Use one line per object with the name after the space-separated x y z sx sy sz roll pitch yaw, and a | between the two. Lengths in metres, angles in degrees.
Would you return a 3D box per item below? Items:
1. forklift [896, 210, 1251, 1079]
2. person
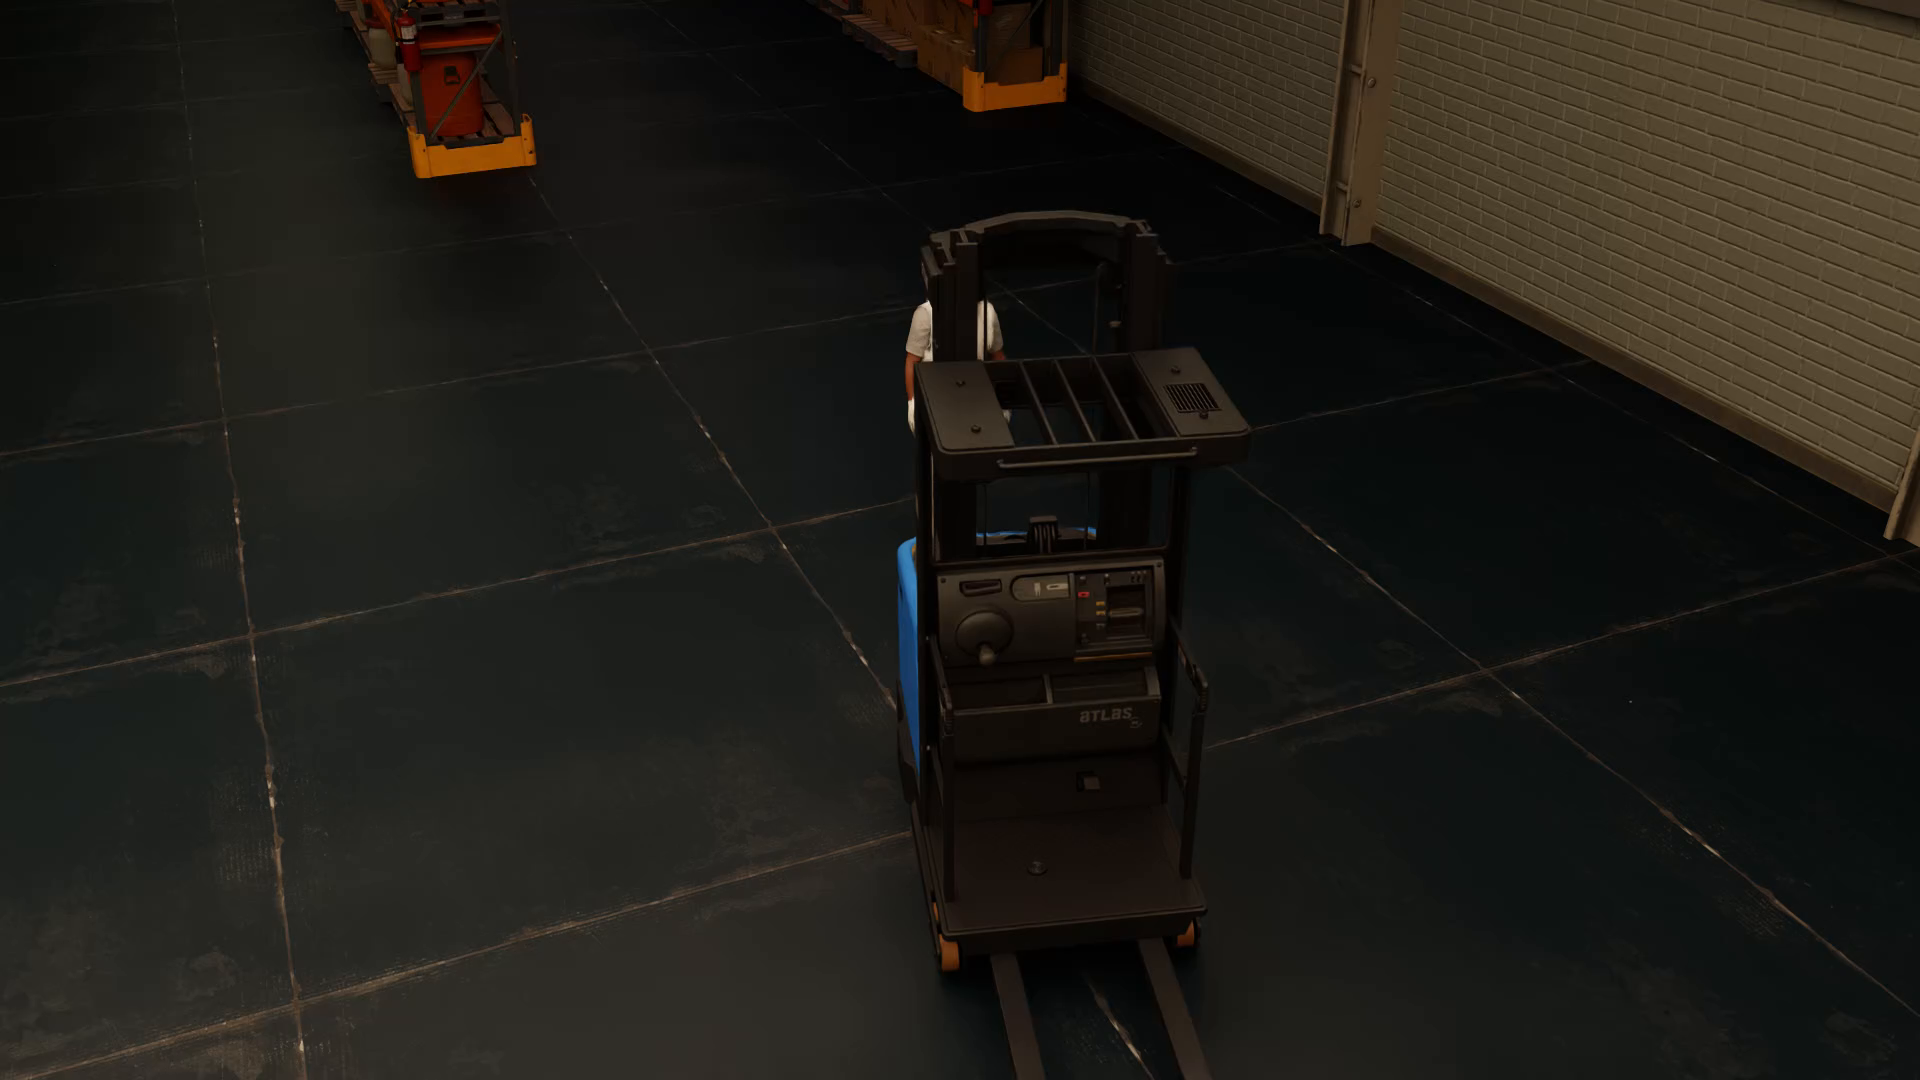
0.405 0.338 6.529 1.130 2.935 3.031 -4 30 -7 | forklift
0.020 -0.746 9.566 0.656 1.782 0.577 -12 32 -20 | person
